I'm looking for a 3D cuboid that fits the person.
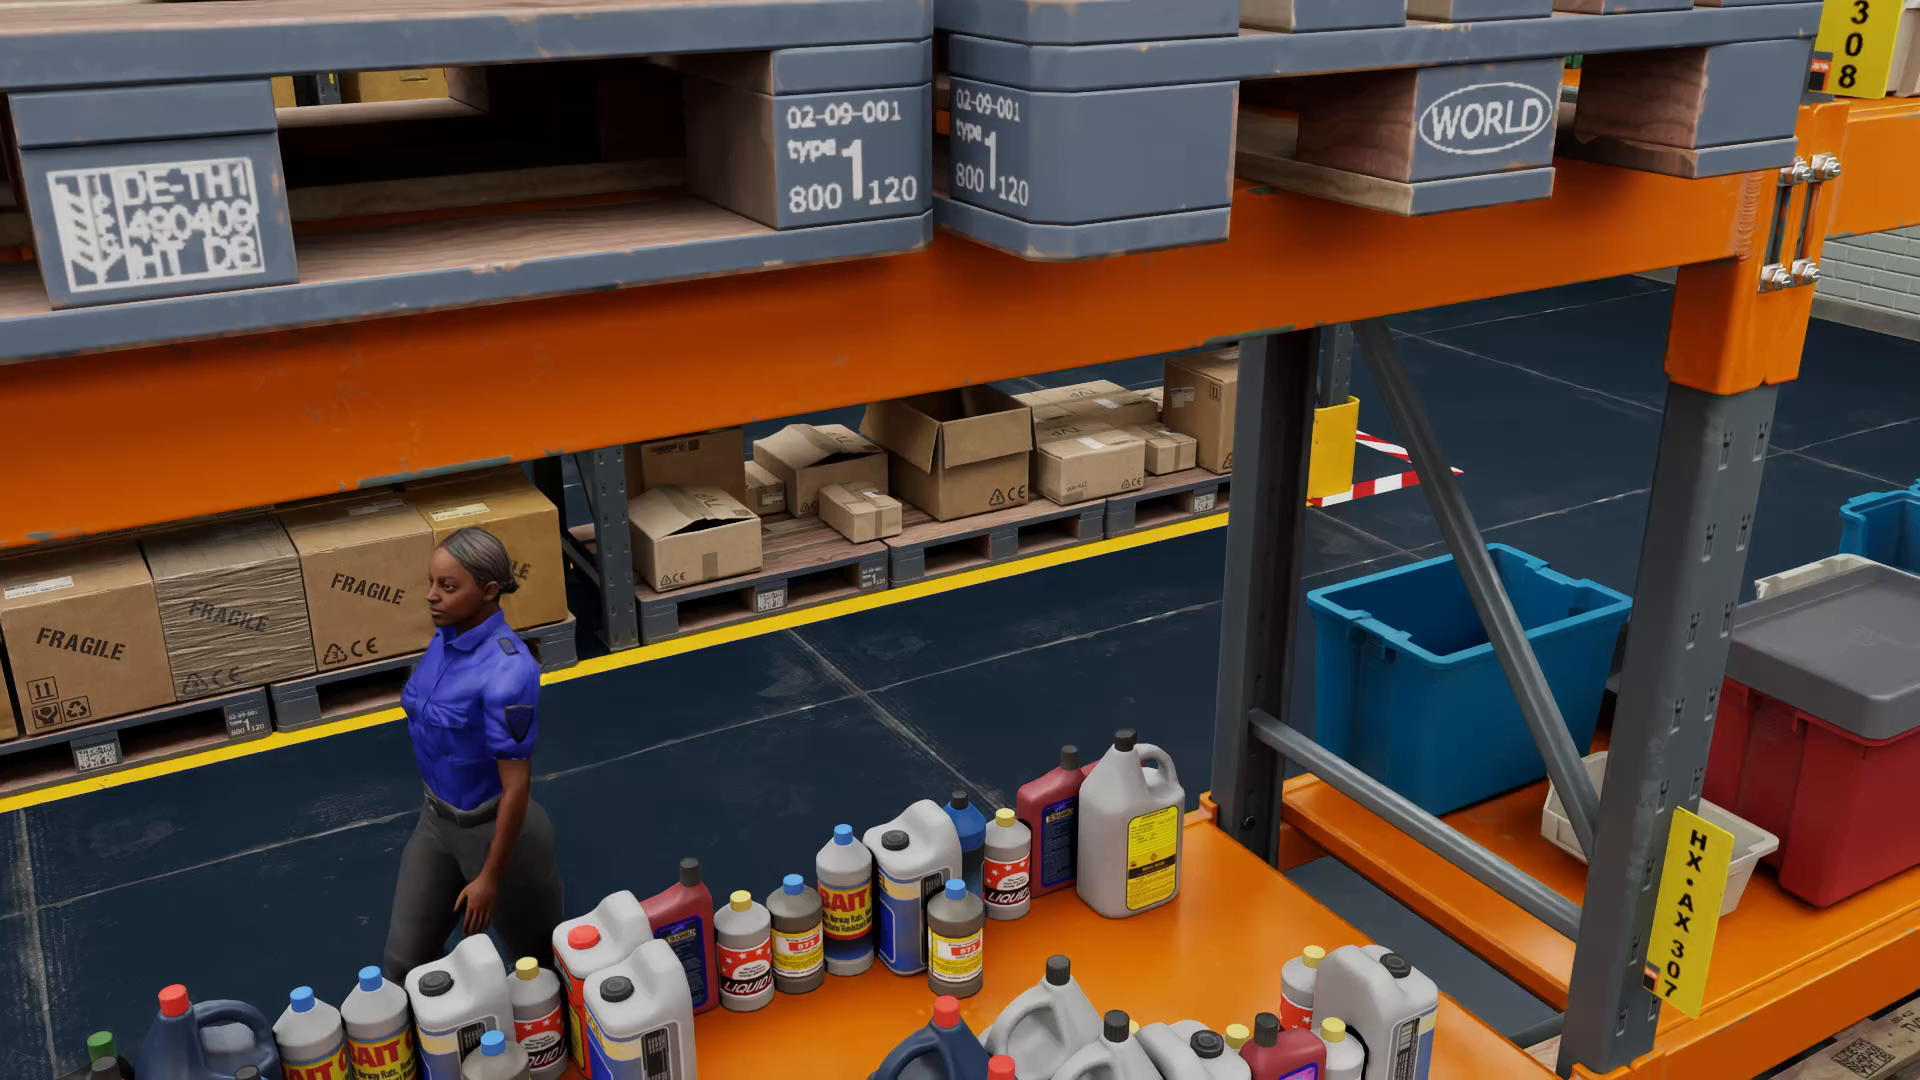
[{"bbox_3d":[-1.219,0.745,4.238,0.931,1.607,0.470,-19,29,-39],"label":"person"}]
